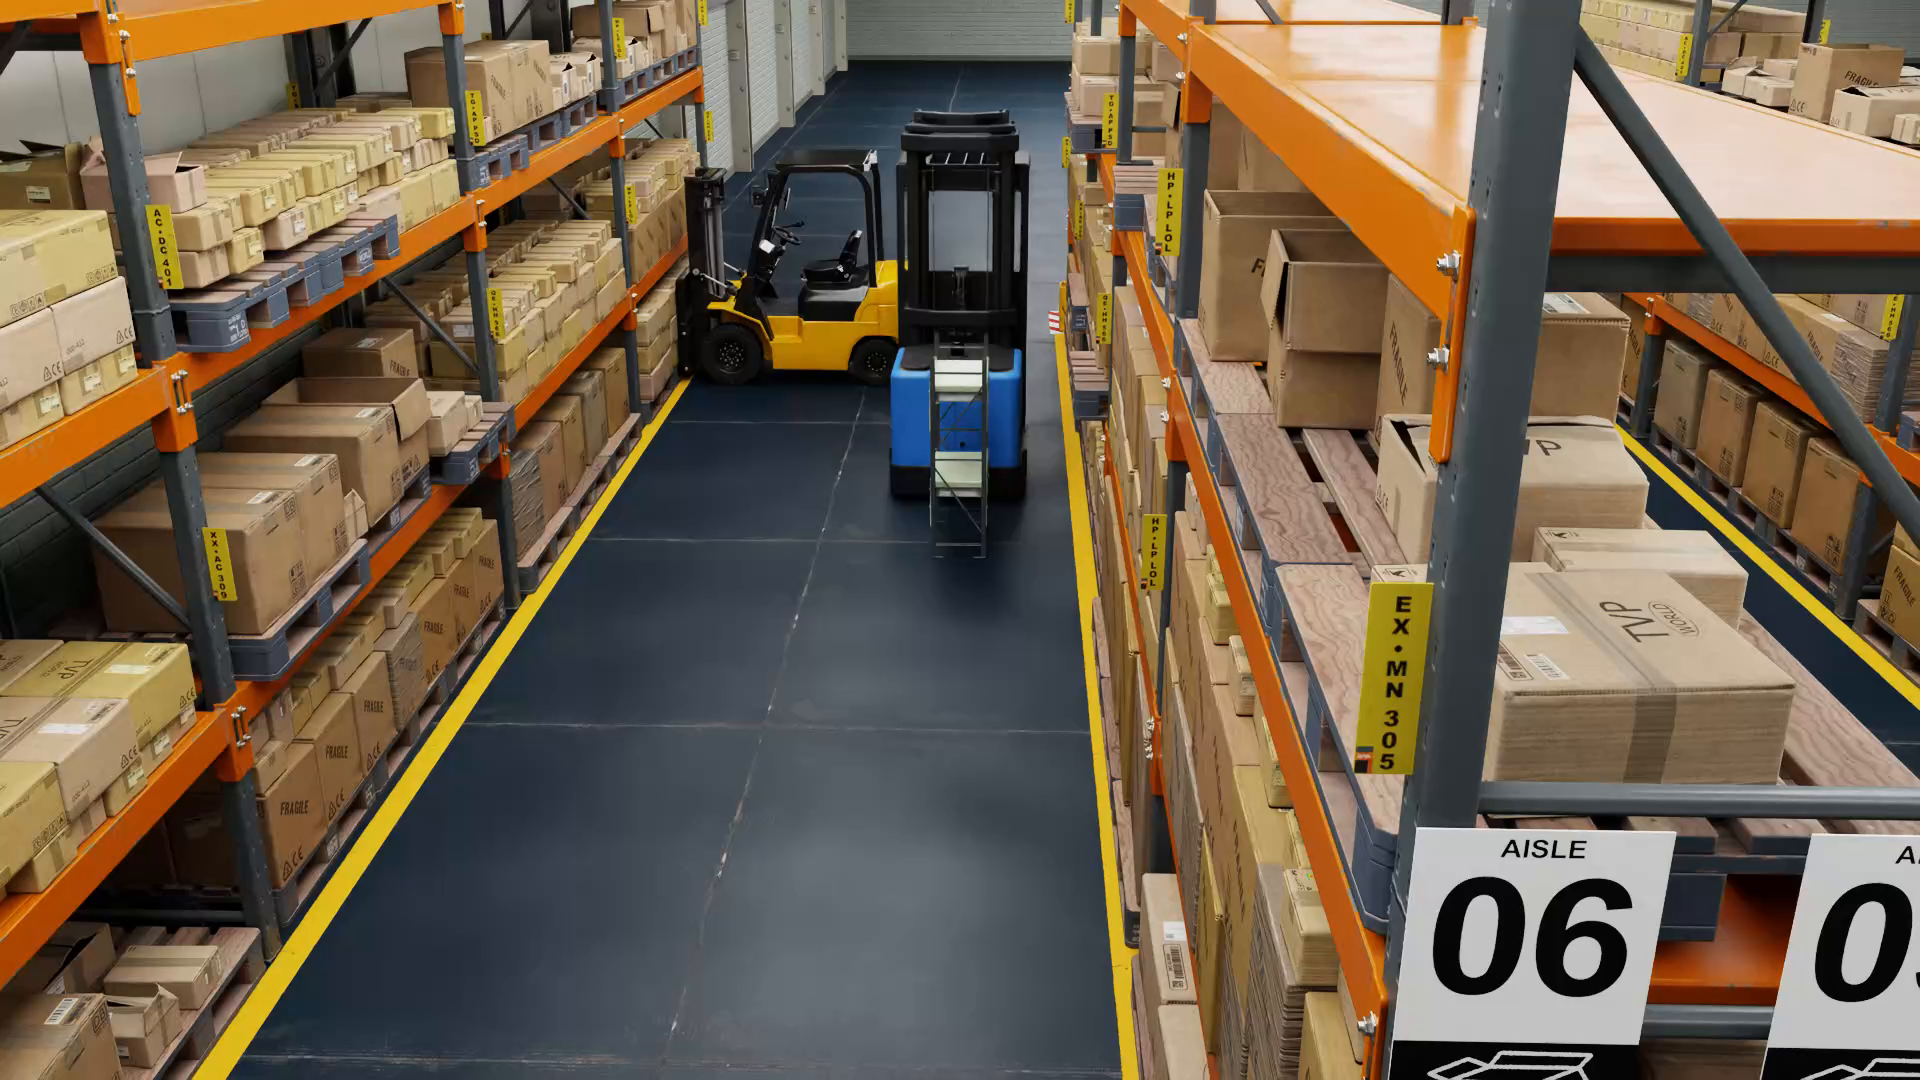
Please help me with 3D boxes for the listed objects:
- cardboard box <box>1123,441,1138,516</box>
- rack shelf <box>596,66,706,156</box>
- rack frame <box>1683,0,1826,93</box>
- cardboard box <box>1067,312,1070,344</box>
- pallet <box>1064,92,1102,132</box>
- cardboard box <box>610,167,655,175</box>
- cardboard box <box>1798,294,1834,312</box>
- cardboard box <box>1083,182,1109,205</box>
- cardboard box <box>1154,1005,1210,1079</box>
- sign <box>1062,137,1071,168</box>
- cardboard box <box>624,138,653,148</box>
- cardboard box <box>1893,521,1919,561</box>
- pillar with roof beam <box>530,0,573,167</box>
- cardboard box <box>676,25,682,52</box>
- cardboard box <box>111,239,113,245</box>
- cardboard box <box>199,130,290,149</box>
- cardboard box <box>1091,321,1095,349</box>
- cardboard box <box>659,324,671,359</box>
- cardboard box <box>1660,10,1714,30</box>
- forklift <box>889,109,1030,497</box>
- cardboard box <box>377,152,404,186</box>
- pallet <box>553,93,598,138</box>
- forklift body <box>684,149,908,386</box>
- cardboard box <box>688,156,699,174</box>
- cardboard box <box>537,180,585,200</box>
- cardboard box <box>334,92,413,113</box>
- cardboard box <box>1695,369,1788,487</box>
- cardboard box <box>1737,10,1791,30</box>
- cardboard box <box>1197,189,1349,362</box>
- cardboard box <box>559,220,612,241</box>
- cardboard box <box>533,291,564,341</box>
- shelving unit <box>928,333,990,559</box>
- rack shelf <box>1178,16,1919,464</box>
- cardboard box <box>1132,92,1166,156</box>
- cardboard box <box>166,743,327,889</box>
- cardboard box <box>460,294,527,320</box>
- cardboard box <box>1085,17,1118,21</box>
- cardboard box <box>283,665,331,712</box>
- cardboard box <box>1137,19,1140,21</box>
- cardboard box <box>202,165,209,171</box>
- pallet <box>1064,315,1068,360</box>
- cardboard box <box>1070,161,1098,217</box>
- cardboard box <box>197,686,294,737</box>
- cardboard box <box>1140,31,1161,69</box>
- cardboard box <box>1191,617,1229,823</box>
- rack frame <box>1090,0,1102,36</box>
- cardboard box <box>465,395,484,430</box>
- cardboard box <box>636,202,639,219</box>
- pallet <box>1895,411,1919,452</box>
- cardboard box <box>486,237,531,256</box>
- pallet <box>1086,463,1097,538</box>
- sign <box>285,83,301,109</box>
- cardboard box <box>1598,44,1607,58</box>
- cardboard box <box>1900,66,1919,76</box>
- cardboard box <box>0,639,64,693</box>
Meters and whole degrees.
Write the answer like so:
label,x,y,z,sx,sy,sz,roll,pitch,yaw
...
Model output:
label,x,y,z,sx,sy,sz,roll,pitch,yaw
cardboard box,1.120,-0.323,8.731,0.500,0.250,0.500,1,21,3
rack shelf,-3.324,-4.176,15.993,1.077,0.370,4.000,1,21,2
rack frame,6.528,-5.116,13.273,1.000,3.000,0.127,1,21,2
cardboard box,1.374,-2.224,17.334,0.500,0.250,0.500,1,21,4
pallet,1.451,-3.426,13.324,1.213,0.211,1.003,1,21,2
cardboard box,-3.119,-3.456,15.844,0.380,0.149,0.250,1,21,1
cardboard box,6.457,-1.916,11.800,0.700,0.500,0.500,0,21,1
cardboard box,1.209,-2.854,13.711,0.380,0.149,0.250,1,21,1
cardboard box,1.180,2.104,5.921,0.875,0.438,0.875,0,21,0
sign,1.156,-4.193,17.991,0.100,0.325,0.005,1,21,2
cardboard box,-3.487,-4.205,17.773,0.380,0.149,0.250,0,21,1
cardboard box,6.143,-0.006,10.236,0.500,0.250,0.500,0,21,-1
pillar with roof beam,0.118,-6.344,16.439,9.100,9.000,0.400,1,21,2
cardboard box,-2.992,-5.020,16.640,0.396,0.266,0.258,1,21,2
cardboard box,-3.688,-1.132,6.780,0.380,0.149,0.250,1,21,1
cardboard box,-3.816,-2.098,8.888,0.380,0.149,0.250,1,21,1
cardboard box,1.139,-1.470,11.938,0.380,0.149,0.250,1,21,3
cardboard box,-3.048,-1.891,15.785,0.500,0.250,0.500,1,21,1
cardboard box,6.228,-4.442,14.209,0.380,0.149,0.250,1,21,1
forklift,0.033,-2.198,14.141,1.130,2.935,3.031,1,21,3
cardboard box,-3.301,-2.049,9.172,0.380,0.149,0.250,1,21,2
pallet,-3.399,-3.380,13.212,0.805,0.209,1.217,0,21,-1
forklift body,-1.497,-2.735,16.604,2.313,2.155,1.214,1,21,2
cardboard box,-2.972,-3.964,17.564,0.380,0.149,0.250,1,21,2
cardboard box,-3.633,-3.183,15.139,0.380,0.149,0.250,0,21,1
cardboard box,-3.741,-2.779,10.888,0.500,0.250,0.500,1,21,2
cardboard box,6.565,-0.892,13.210,1.050,0.750,0.750,1,21,2
cardboard box,6.885,-4.435,14.191,0.380,0.149,0.250,0,21,1
cardboard box,1.106,-0.921,5.753,0.500,0.500,0.500,1,21,3
cardboard box,-3.173,-2.613,14.082,0.380,0.149,0.250,1,21,3
cardboard box,-3.198,-1.635,12.112,0.500,0.250,0.500,0,21,0
shelving unit,0.000,-0.702,12.264,0.431,1.500,0.755,1,21,2
rack shelf,1.273,-0.996,4.204,1.077,0.370,4.000,1,21,2
cardboard box,1.494,-2.678,11.000,0.700,0.500,0.500,1,21,2
cardboard box,-3.388,1.300,7.908,0.500,0.500,0.500,2,21,4
cardboard box,-3.213,-1.595,11.457,0.380,0.149,0.250,1,21,3
cardboard box,1.484,-5.310,17.166,0.380,0.149,0.250,0,21,1
cardboard box,-3.429,0.750,8.429,0.380,0.149,0.250,0,21,1
cardboard box,1.937,-5.218,16.928,0.380,0.149,0.250,1,21,3
cardboard box,-3.700,-1.642,7.685,0.380,0.149,0.250,0,21,0
pallet,1.636,-2.162,17.810,1.003,0.211,1.213,1,21,2
cardboard box,1.394,-3.613,17.144,0.500,0.500,0.500,1,21,3
cardboard box,-3.391,0.810,7.863,0.380,0.149,0.250,0,21,-1
cardboard box,1.686,-3.883,13.179,0.500,0.250,0.500,1,21,3
cardboard box,1.028,0.580,5.367,0.500,0.500,0.500,1,21,3
rack frame,1.577,-5.134,13.320,1.000,3.000,0.127,1,21,2
cardboard box,-3.143,-0.781,10.161,0.380,0.149,0.250,1,21,3
cardboard box,-3.106,-2.945,14.938,0.380,0.149,0.250,1,21,3
pallet,6.491,-0.524,9.999,1.213,0.211,1.003,1,21,2
cardboard box,-3.666,-2.335,13.365,0.380,0.149,0.250,0,21,1
pallet,1.520,-0.313,13.044,1.003,0.211,1.213,1,21,2
sign,-4.061,-2.629,10.188,0.100,0.325,0.005,1,21,2
cardboard box,6.273,-4.620,15.771,0.380,0.149,0.250,1,21,2
cardboard box,6.694,-3.282,12.099,0.500,0.311,0.500,0,21,0
cardboard box,-3.913,0.610,6.607,0.500,0.250,0.500,0,21,1
